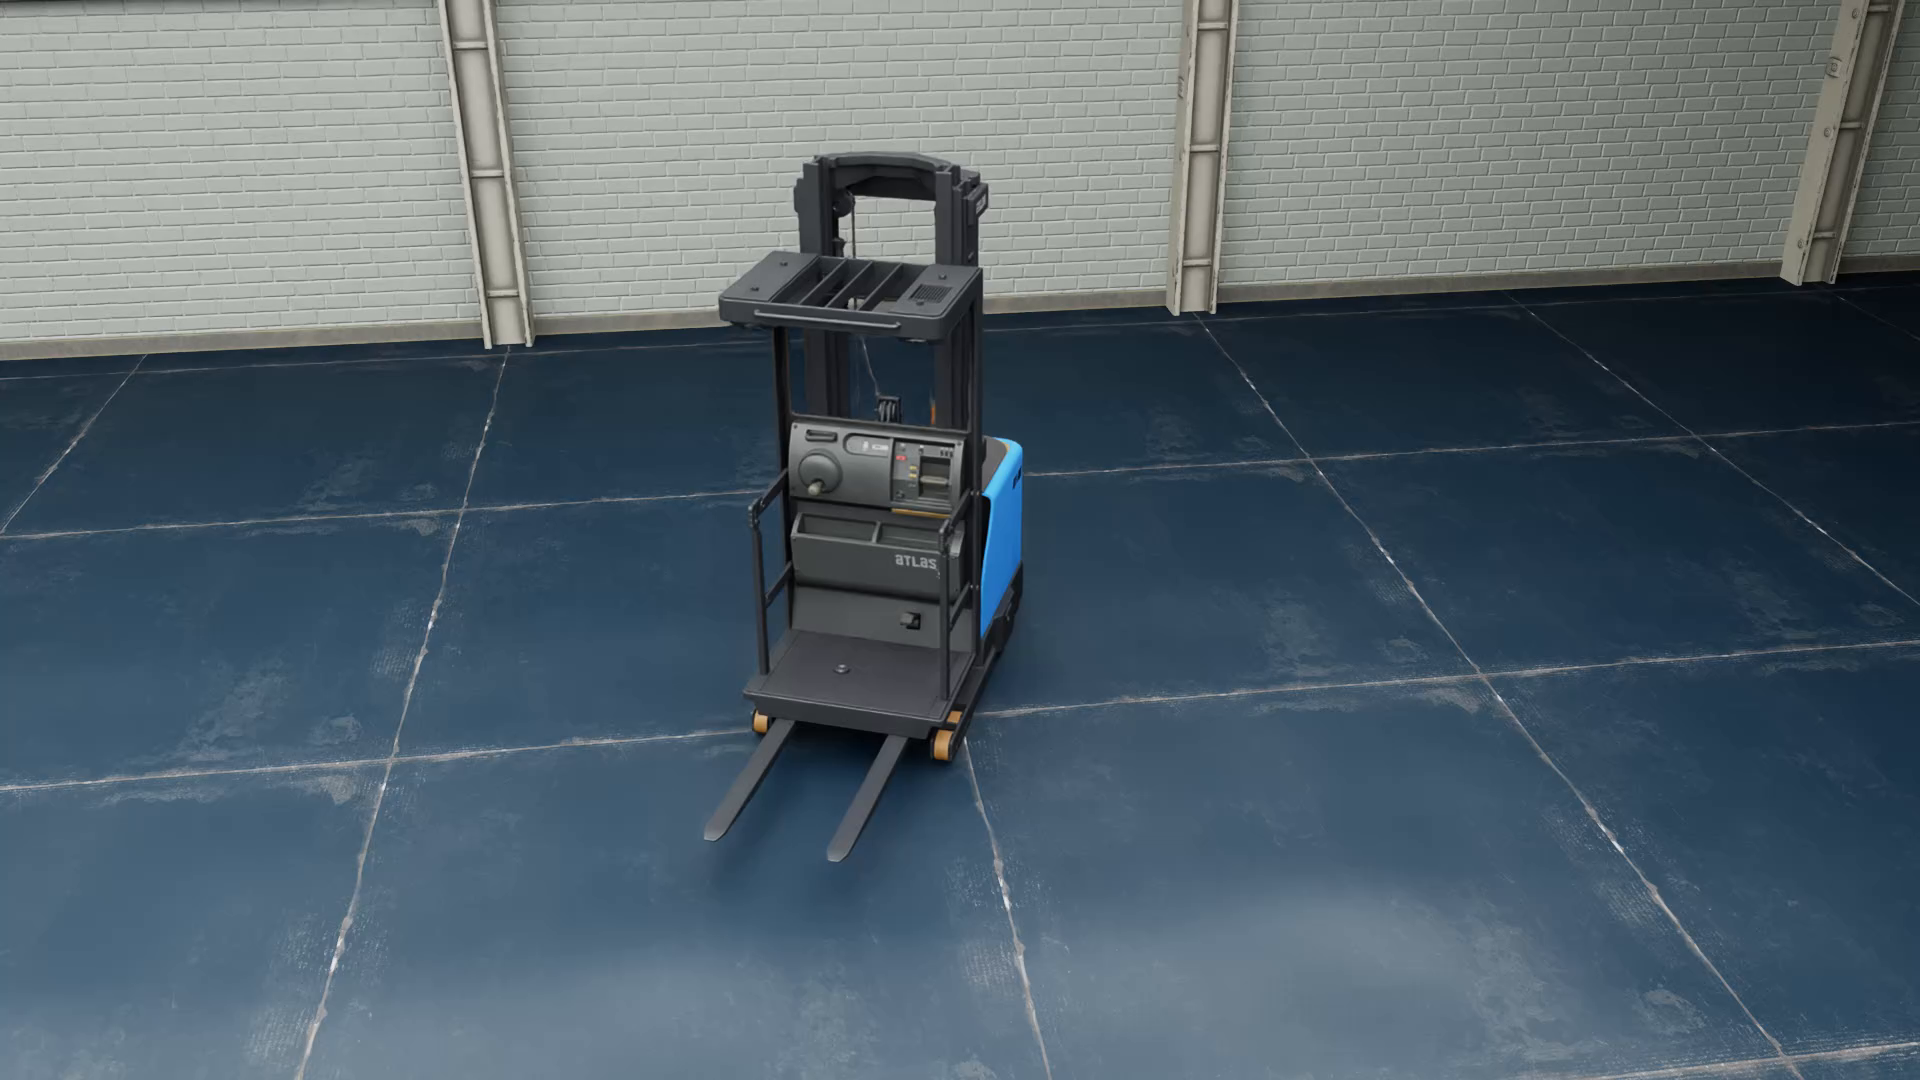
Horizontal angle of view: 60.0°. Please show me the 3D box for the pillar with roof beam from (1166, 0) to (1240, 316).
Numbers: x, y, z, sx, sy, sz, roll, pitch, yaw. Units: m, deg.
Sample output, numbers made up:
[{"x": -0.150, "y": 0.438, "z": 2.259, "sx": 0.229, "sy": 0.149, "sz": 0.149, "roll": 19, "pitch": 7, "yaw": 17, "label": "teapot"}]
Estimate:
[{"x": 2.682, "y": -4.146, "z": 9.176, "sx": 0.400, "sy": 9.000, "sz": 9.100, "roll": -4, "pitch": 27, "yaw": -7, "label": "pillar with roof beam"}]

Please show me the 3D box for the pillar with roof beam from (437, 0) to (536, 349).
[{"x": -3.259, "y": -3.764, "z": 8.432, "sx": 0.400, "sy": 9.000, "sz": 9.100, "roll": -4, "pitch": 27, "yaw": -7, "label": "pillar with roof beam"}]

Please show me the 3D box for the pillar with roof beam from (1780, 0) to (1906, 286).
[{"x": 8.624, "y": -4.528, "z": 9.919, "sx": 0.400, "sy": 9.000, "sz": 9.100, "roll": -4, "pitch": 27, "yaw": -7, "label": "pillar with roof beam"}]

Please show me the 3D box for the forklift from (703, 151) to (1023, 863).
[{"x": -0.488, "y": -0.342, "z": 8.408, "sx": 1.130, "sy": 2.935, "sz": 3.031, "roll": 7, "pitch": 28, "yaw": 13, "label": "forklift"}]

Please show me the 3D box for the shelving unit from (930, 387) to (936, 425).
[{"x": -0.053, "y": -0.464, "z": 10.706, "sx": 0.252, "sy": 1.050, "sz": 0.215, "roll": -4, "pitch": 27, "yaw": -7, "label": "shelving unit"}]

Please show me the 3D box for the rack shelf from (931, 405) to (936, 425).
[{"x": -0.053, "y": -0.707, "z": 10.581, "sx": 0.240, "sy": 0.259, "sz": 0.215, "roll": -4, "pitch": 27, "yaw": -7, "label": "rack shelf"}]

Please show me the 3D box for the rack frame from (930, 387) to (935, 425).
[{"x": -0.174, "y": -0.456, "z": 10.691, "sx": 0.008, "sy": 1.050, "sz": 0.200, "roll": -4, "pitch": 27, "yaw": -7, "label": "rack frame"}]
